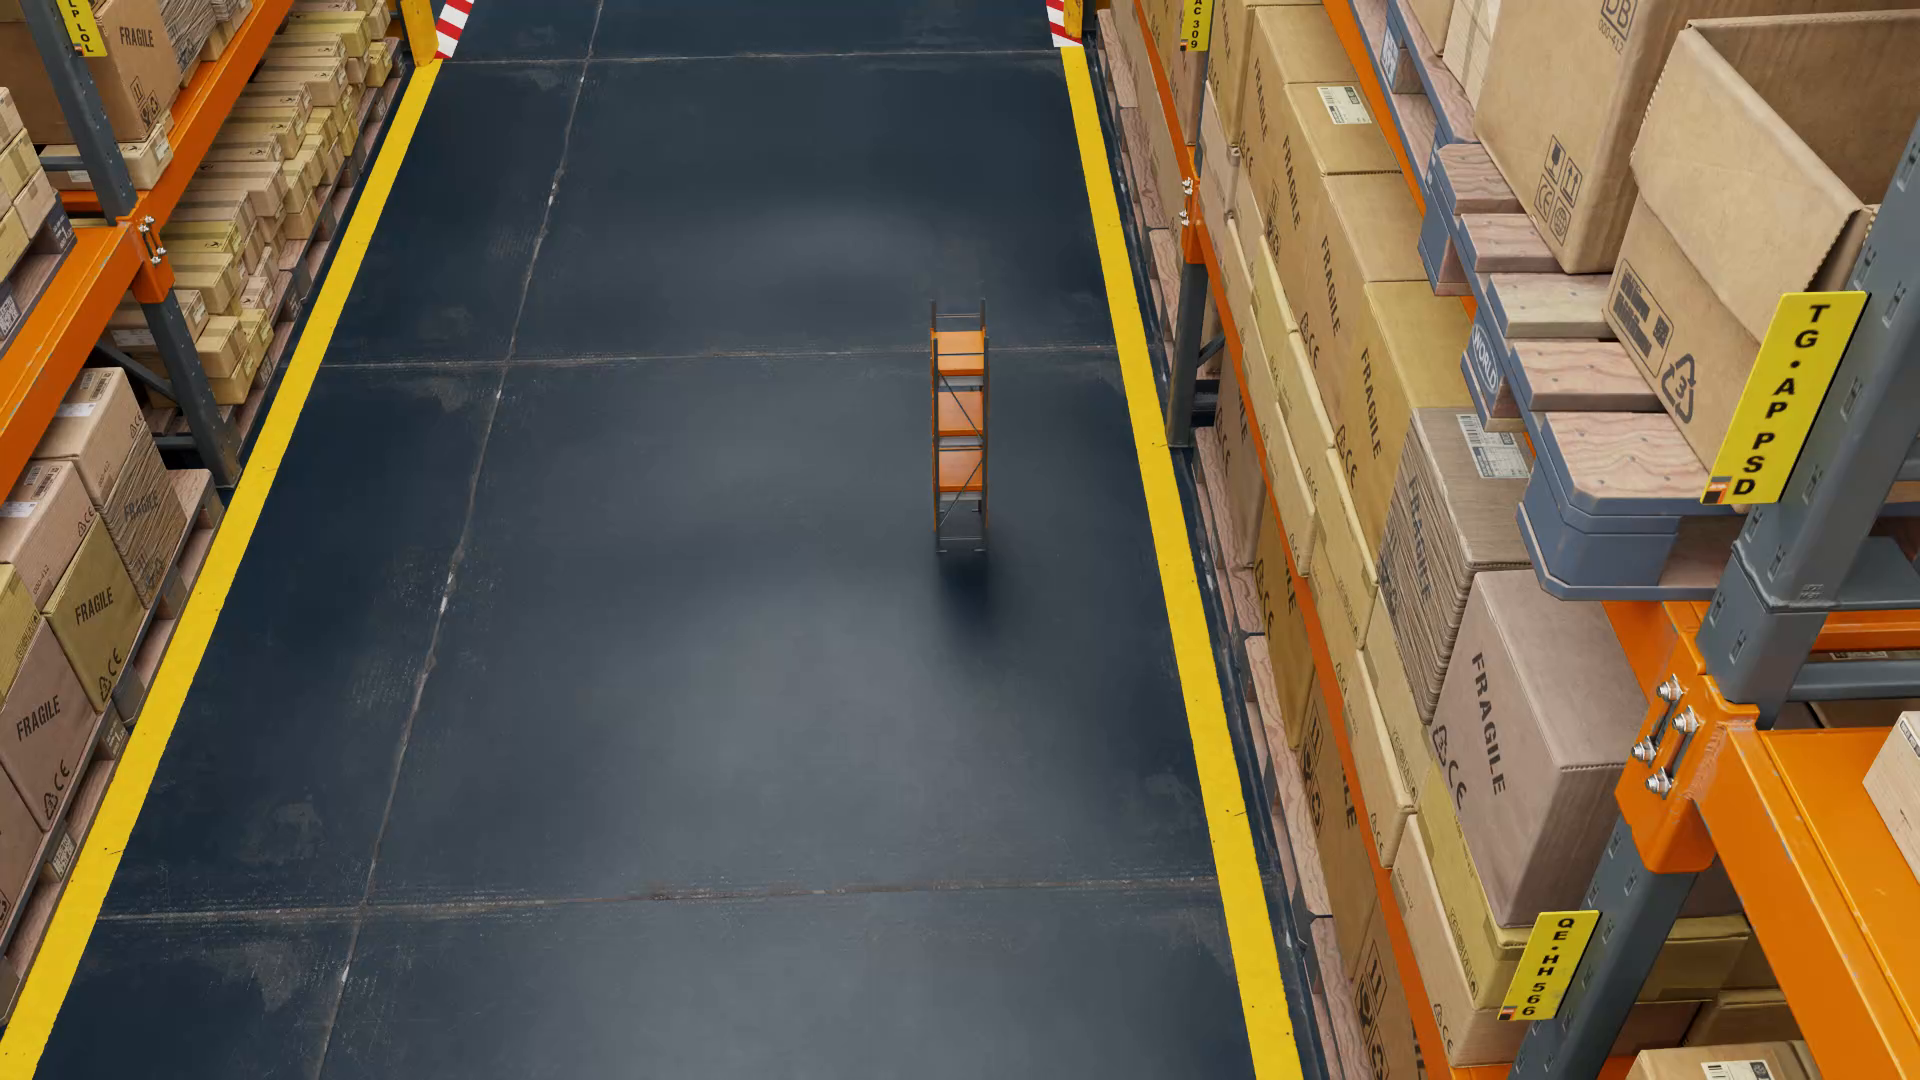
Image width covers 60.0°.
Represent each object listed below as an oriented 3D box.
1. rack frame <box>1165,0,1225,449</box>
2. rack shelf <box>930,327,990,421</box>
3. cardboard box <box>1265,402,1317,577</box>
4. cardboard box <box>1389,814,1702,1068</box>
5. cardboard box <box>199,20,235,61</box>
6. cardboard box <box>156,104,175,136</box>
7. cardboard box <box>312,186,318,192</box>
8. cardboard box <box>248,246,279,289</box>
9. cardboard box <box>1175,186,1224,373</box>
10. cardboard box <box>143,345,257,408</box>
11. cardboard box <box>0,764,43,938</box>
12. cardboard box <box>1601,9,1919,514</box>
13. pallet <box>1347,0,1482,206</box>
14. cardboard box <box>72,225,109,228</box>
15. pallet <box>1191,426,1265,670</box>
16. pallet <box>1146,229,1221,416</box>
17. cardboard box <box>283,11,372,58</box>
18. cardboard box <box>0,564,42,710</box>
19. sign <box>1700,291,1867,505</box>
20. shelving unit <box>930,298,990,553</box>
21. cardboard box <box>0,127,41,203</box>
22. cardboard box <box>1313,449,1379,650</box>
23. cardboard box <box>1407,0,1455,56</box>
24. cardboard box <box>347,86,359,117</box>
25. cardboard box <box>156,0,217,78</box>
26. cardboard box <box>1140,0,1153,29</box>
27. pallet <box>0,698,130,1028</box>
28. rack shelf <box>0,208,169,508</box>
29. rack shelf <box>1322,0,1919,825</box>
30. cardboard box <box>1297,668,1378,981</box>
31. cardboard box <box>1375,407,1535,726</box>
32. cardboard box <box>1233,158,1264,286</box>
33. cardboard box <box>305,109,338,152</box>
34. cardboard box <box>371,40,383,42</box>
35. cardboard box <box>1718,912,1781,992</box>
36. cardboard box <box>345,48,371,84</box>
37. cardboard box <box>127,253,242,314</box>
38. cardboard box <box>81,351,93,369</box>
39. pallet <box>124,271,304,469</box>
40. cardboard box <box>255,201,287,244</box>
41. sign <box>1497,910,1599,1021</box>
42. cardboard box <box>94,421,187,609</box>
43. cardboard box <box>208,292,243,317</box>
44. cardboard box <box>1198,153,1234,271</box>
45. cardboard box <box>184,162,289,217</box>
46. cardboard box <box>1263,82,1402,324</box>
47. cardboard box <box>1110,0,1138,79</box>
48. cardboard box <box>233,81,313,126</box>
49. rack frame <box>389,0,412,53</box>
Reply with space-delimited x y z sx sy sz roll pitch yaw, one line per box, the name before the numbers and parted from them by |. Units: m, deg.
rack frame | 1.396 -1.554 6.225 1.000 3.000 0.127 -2 43 -2
rack shelf | -0.002 -0.625 6.250 0.215 0.259 0.240 -2 43 -2
cardboard box | 1.193 -0.160 4.816 0.500 0.250 0.500 -2 43 -2
cardboard box | 1.285 0.868 3.694 0.500 0.250 0.500 -3 43 -3
cardboard box | -3.330 -2.158 7.071 0.380 0.149 0.250 -1 43 -1
cardboard box | -3.315 -1.624 6.488 0.380 0.149 0.250 0 43 -1
cardboard box | -3.423 -1.752 8.241 0.380 0.149 0.250 -1 43 -1
cardboard box | -3.374 -1.218 7.658 0.380 0.149 0.250 -2 43 -3
cardboard box | 1.477 -1.191 7.415 0.875 0.438 0.875 -2 43 -2
cardboard box | -3.239 -0.703 7.096 0.380 0.149 0.250 -3 43 -4
cardboard box | -3.202 0.953 5.030 0.500 0.500 0.500 -3 43 -3
cardboard box | 1.399 -0.402 2.362 0.797 0.503 0.637 -4 43 -4
pallet | 1.435 -1.078 3.626 1.003 0.211 1.213 0 43 0
cardboard box | -3.888 -1.239 7.240 0.380 0.149 0.250 -2 43 -2
pallet | 1.504 -0.007 6.602 1.003 0.211 1.213 -2 43 -2
pallet | 1.442 -1.042 7.730 1.003 0.211 1.213 -2 43 -2
cardboard box | -3.348 -2.675 8.807 0.380 0.149 0.250 -3 43 -3
cardboard box | -3.216 0.346 5.137 0.500 0.250 0.500 -3 43 -4
sign | 1.011 -0.169 2.053 0.100 0.325 0.005 -2 43 -2
shelving unit | -0.002 -0.423 6.435 0.215 1.050 0.252 -2 43 -2
cardboard box | -3.331 -1.253 5.552 0.380 0.149 0.250 0 43 0
cardboard box | 1.224 0.007 4.264 0.500 0.250 0.500 -3 43 -3
cardboard box | 1.202 -1.332 3.379 0.500 0.500 0.500 -1 43 -1
cardboard box | -3.423 -2.281 8.817 0.380 0.149 0.250 -1 43 -1
cardboard box | -3.342 -2.166 6.599 0.500 0.500 0.500 -2 43 -2
cardboard box | 1.058 -2.583 7.274 0.500 0.500 0.500 -2 43 -2
pallet | -3.456 1.035 5.464 1.003 0.211 1.213 -2 43 -2
rack shelf | -3.460 0.272 4.766 1.077 0.370 4.000 -2 43 -2
rack shelf | 1.481 -1.044 3.982 1.077 0.370 4.000 -2 43 -2
cardboard box | 1.586 0.704 5.024 0.875 0.875 0.875 -1 43 -1
cardboard box | 1.253 0.053 3.658 0.500 0.500 0.500 -1 43 -1
cardboard box | 1.183 -1.027 5.391 0.500 0.250 0.500 -1 43 -1
cardboard box | -3.356 -2.036 8.330 0.380 0.149 0.250 0 43 0
cardboard box | -3.484 -2.798 9.382 0.380 0.149 0.250 -1 43 -1
cardboard box | 1.791 0.668 3.542 0.500 0.250 0.500 -2 43 -2
cardboard box | -3.383 -2.559 8.900 0.380 0.149 0.250 -3 43 -4
cardboard box | -3.305 -1.093 7.081 0.380 0.149 0.250 0 43 0
cardboard box | -3.876 -0.761 6.939 0.380 0.149 0.250 -1 43 -1
pallet | -3.609 -0.768 7.432 1.003 0.211 1.213 -2 43 -2
cardboard box | -3.384 -1.511 7.758 0.380 0.149 0.250 0 43 0
sign | 1.012 0.738 2.868 0.100 0.325 0.005 -2 43 -2
cardboard box | -3.262 -0.085 6.161 0.500 0.500 0.500 -2 43 -3
cardboard box | -3.341 -0.979 7.177 0.380 0.149 0.250 -1 43 -1
cardboard box | 1.151 -1.194 5.944 0.500 0.250 0.500 -3 43 -3
cardboard box | -3.328 -1.612 7.647 0.380 0.149 0.250 -1 43 -1
cardboard box | 1.196 -0.973 4.777 0.500 0.500 0.500 -3 43 -3
cardboard box | 1.354 -3.022 9.412 0.875 0.438 0.875 -3 43 -3
cardboard box | -3.433 -2.137 8.220 0.380 0.149 0.250 -3 43 -3
rack frame | -3.715 -4.044 8.942 1.000 3.000 0.127 -2 43 -2
